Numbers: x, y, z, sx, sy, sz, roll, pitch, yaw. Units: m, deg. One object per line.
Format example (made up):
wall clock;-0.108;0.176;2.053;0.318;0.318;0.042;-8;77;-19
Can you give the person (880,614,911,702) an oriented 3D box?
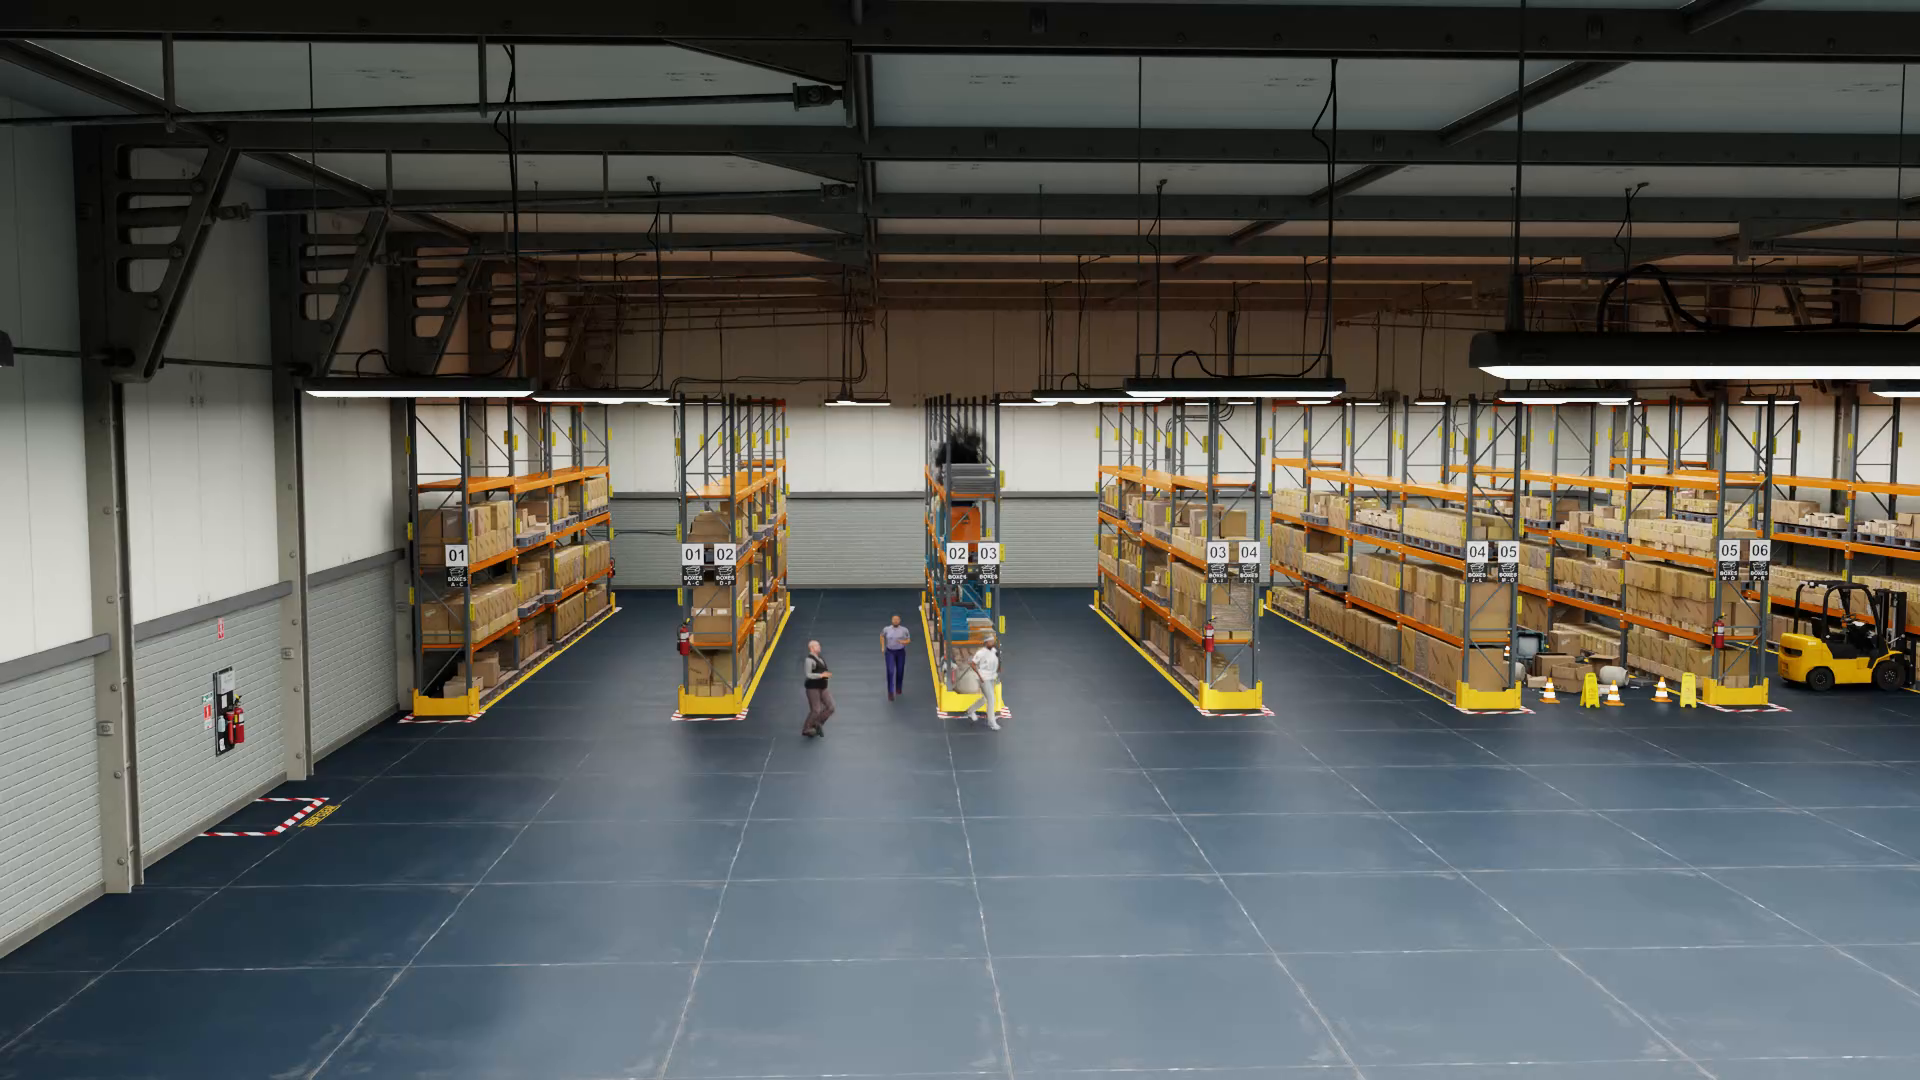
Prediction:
person;-1.273;2.313;32.854;0.582;1.695;0.775;-1;5;-7

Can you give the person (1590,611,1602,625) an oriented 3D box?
person;15.998;1.533;42.205;0.695;1.727;0.672;-1;5;-9

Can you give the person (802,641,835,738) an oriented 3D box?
person;-2.438;2.598;28.812;0.651;1.721;0.641;2;5;25

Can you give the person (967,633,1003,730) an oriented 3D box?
person;0.453;2.515;29.920;0.820;1.717;0.566;4;6;40
